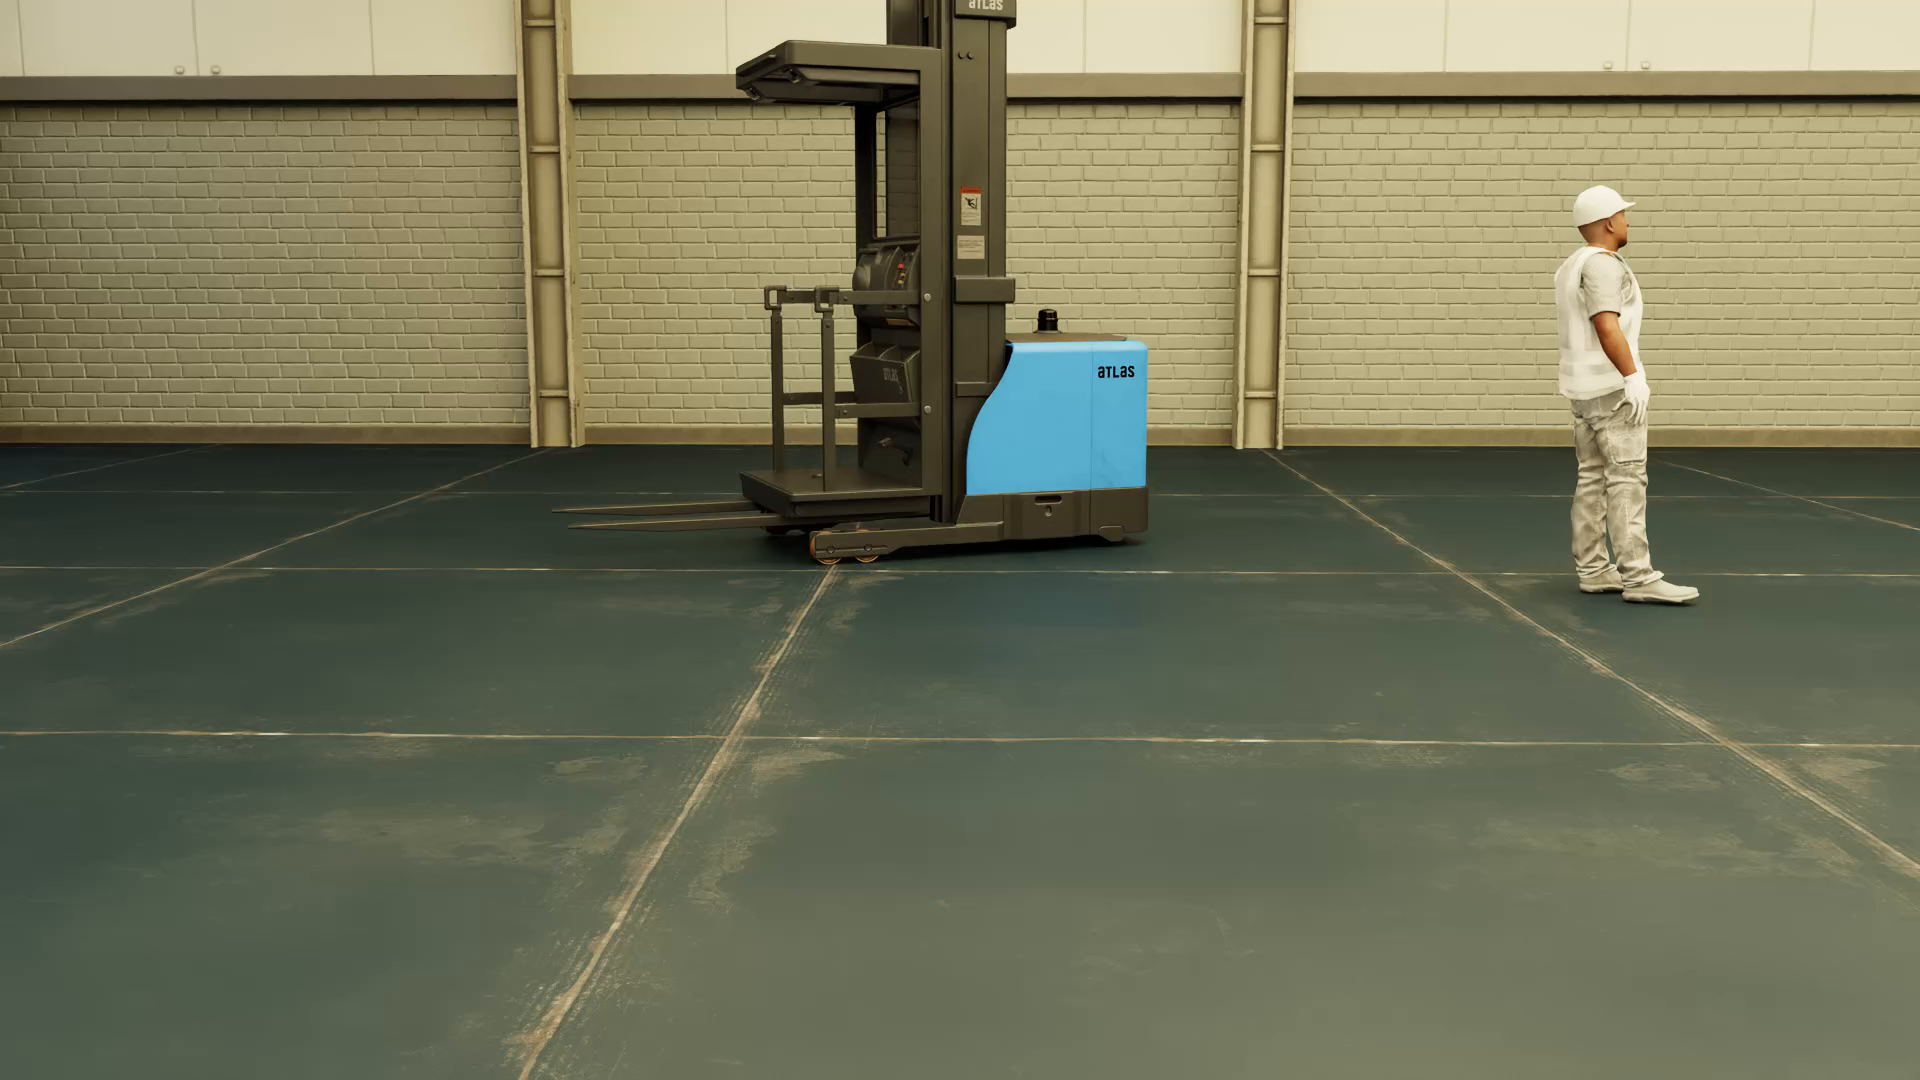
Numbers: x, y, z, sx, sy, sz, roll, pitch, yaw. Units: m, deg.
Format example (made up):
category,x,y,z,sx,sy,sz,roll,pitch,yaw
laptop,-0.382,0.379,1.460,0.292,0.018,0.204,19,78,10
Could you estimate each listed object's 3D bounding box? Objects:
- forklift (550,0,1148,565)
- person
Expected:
category,x,y,z,sx,sy,sz,roll,pitch,yaw
forklift,-0.569,-1.416,8.568,3.031,2.935,1.130,-3,9,-20
person,2.915,-0.652,7.316,0.575,1.785,0.656,1,9,4
